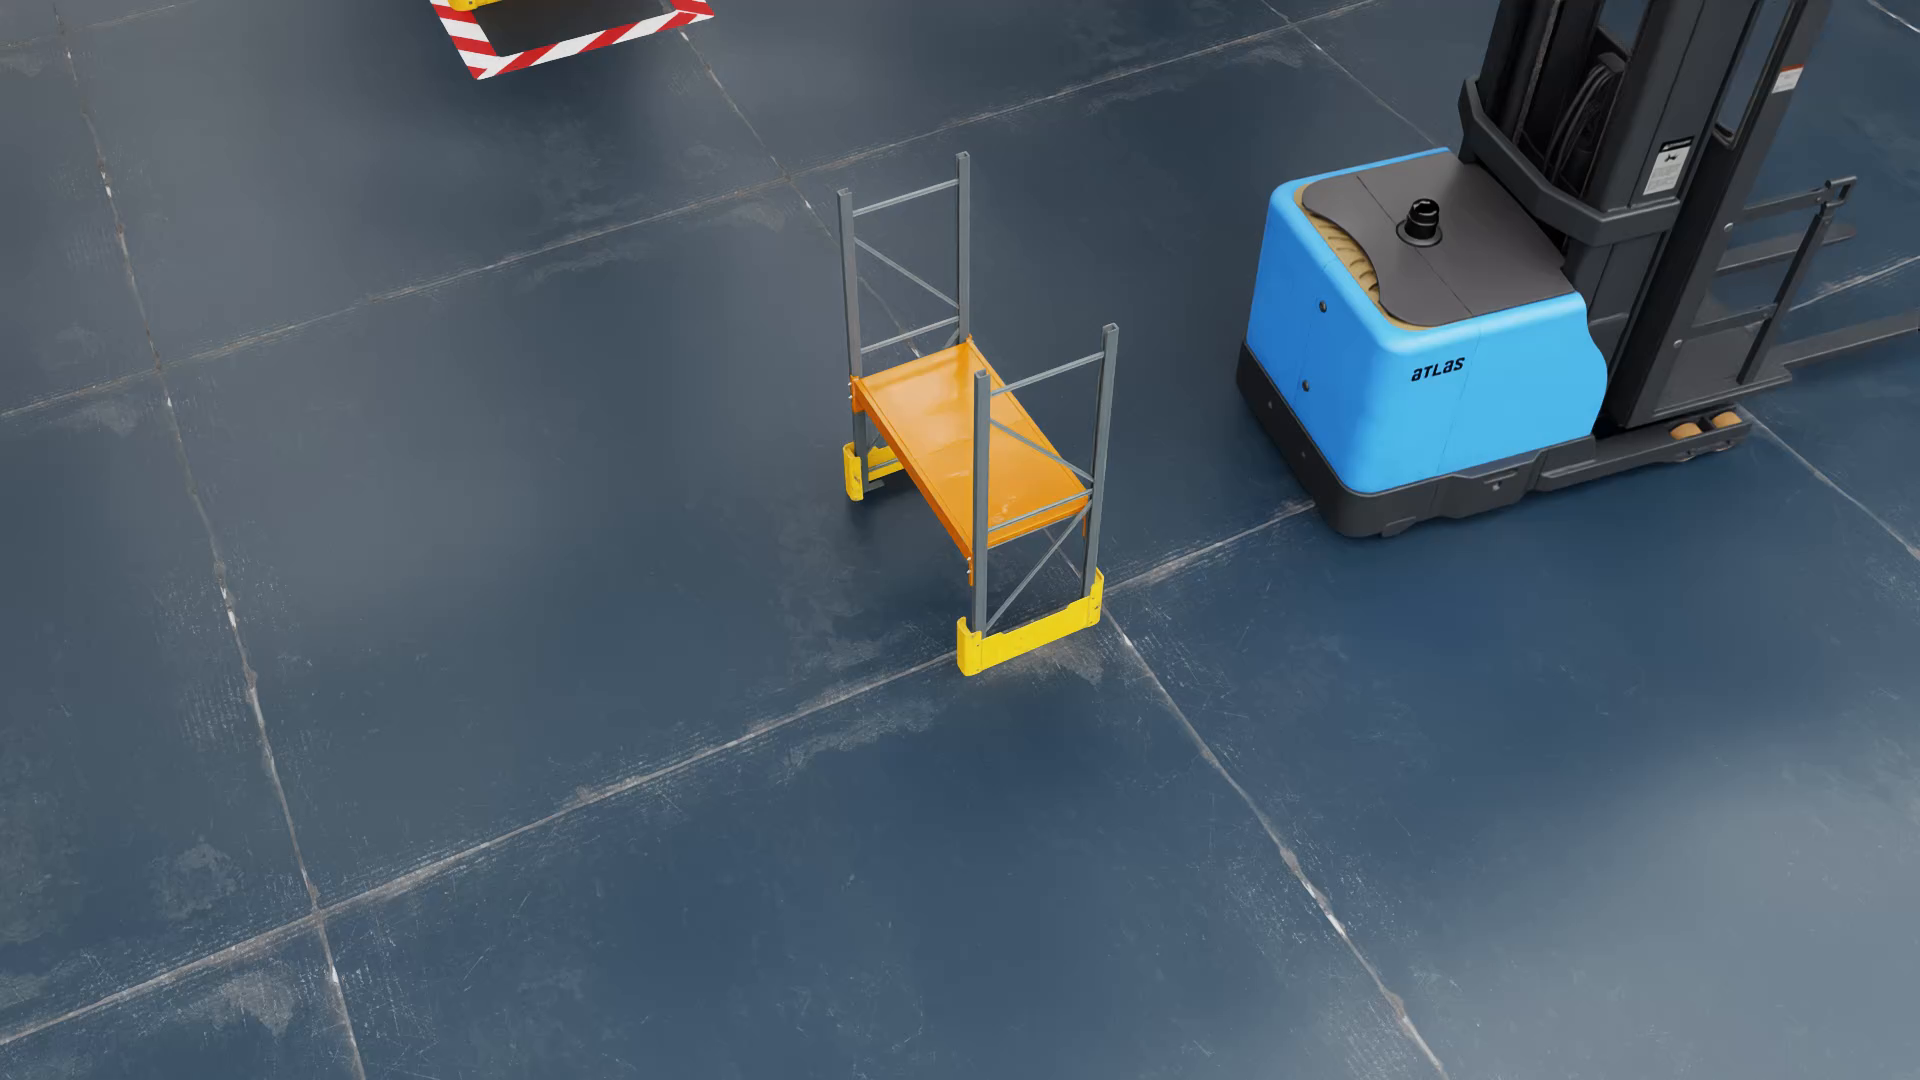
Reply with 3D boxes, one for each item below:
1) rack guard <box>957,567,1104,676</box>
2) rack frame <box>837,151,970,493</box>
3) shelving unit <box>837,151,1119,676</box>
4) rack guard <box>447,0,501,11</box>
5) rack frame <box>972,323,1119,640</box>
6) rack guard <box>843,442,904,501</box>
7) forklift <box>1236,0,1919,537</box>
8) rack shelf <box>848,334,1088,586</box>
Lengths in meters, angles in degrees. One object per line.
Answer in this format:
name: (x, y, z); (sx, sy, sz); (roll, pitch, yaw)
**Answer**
rack guard: (0.263, 0.302, 6.212); (0.587, 0.250, 0.087); (-21, 52, -18)
rack frame: (-0.194, -0.777, 6.326); (0.500, 1.500, 0.032); (-21, 52, -18)
shelving unit: (0.035, -0.443, 6.033); (0.587, 1.500, 1.083); (-21, 52, -18)
rack guard: (-2.349, -3.390, 9.275); (1.175, 0.500, 0.348); (-21, 52, -18)
rack frame: (0.272, -0.096, 5.731); (0.500, 1.500, 0.032); (-21, 52, -18)
rack guard: (-0.193, -0.365, 6.795); (0.587, 0.250, 0.087); (-21, 52, -18)
forklift: (2.758, -1.653, 6.141); (3.031, 2.935, 1.130); (-15, 50, -13)
rack shelf: (0.039, -0.318, 6.164); (0.538, 0.185, 1.000); (-21, 52, -18)
